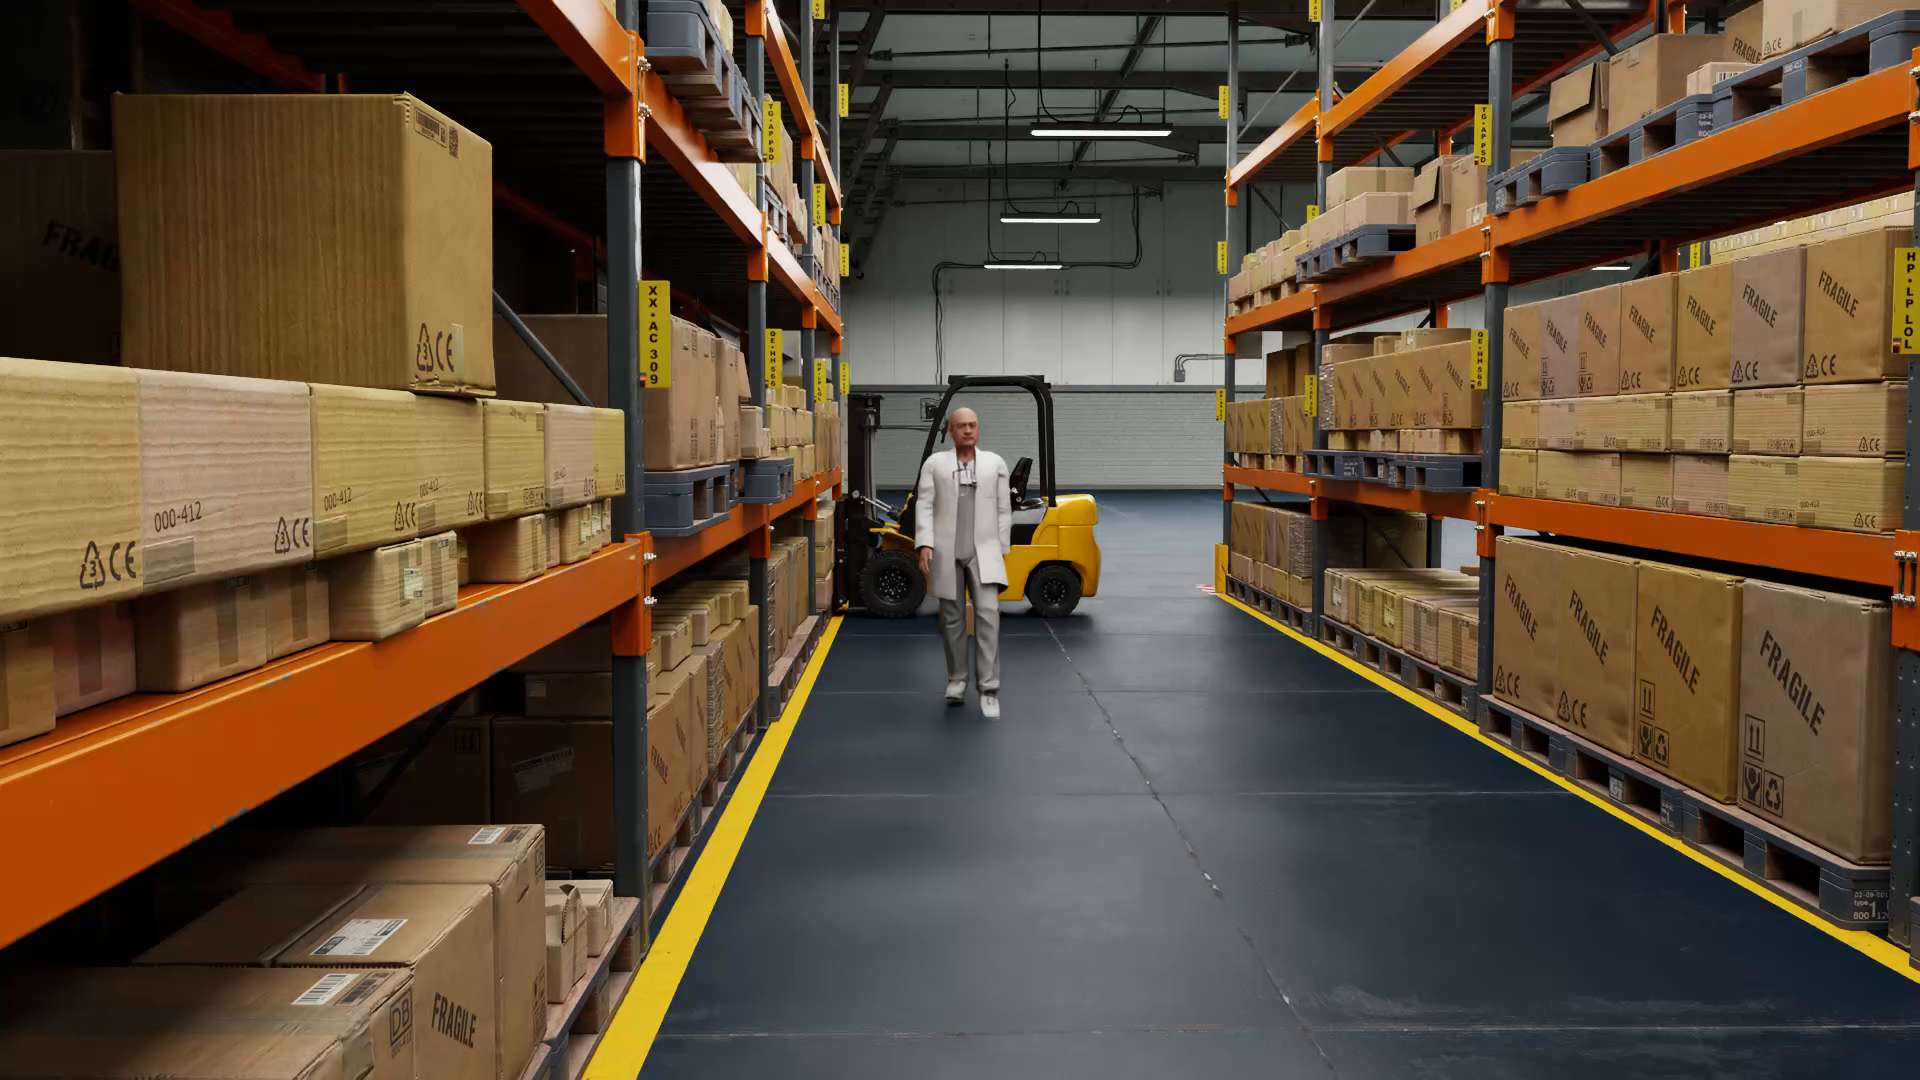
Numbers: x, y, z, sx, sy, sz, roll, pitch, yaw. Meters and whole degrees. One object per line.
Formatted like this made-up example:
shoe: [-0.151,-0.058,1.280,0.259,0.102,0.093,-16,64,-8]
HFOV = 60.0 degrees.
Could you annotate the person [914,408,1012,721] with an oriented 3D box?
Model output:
person: [0.018,0.120,9.831,0.580,1.801,0.833,0,4,1]
